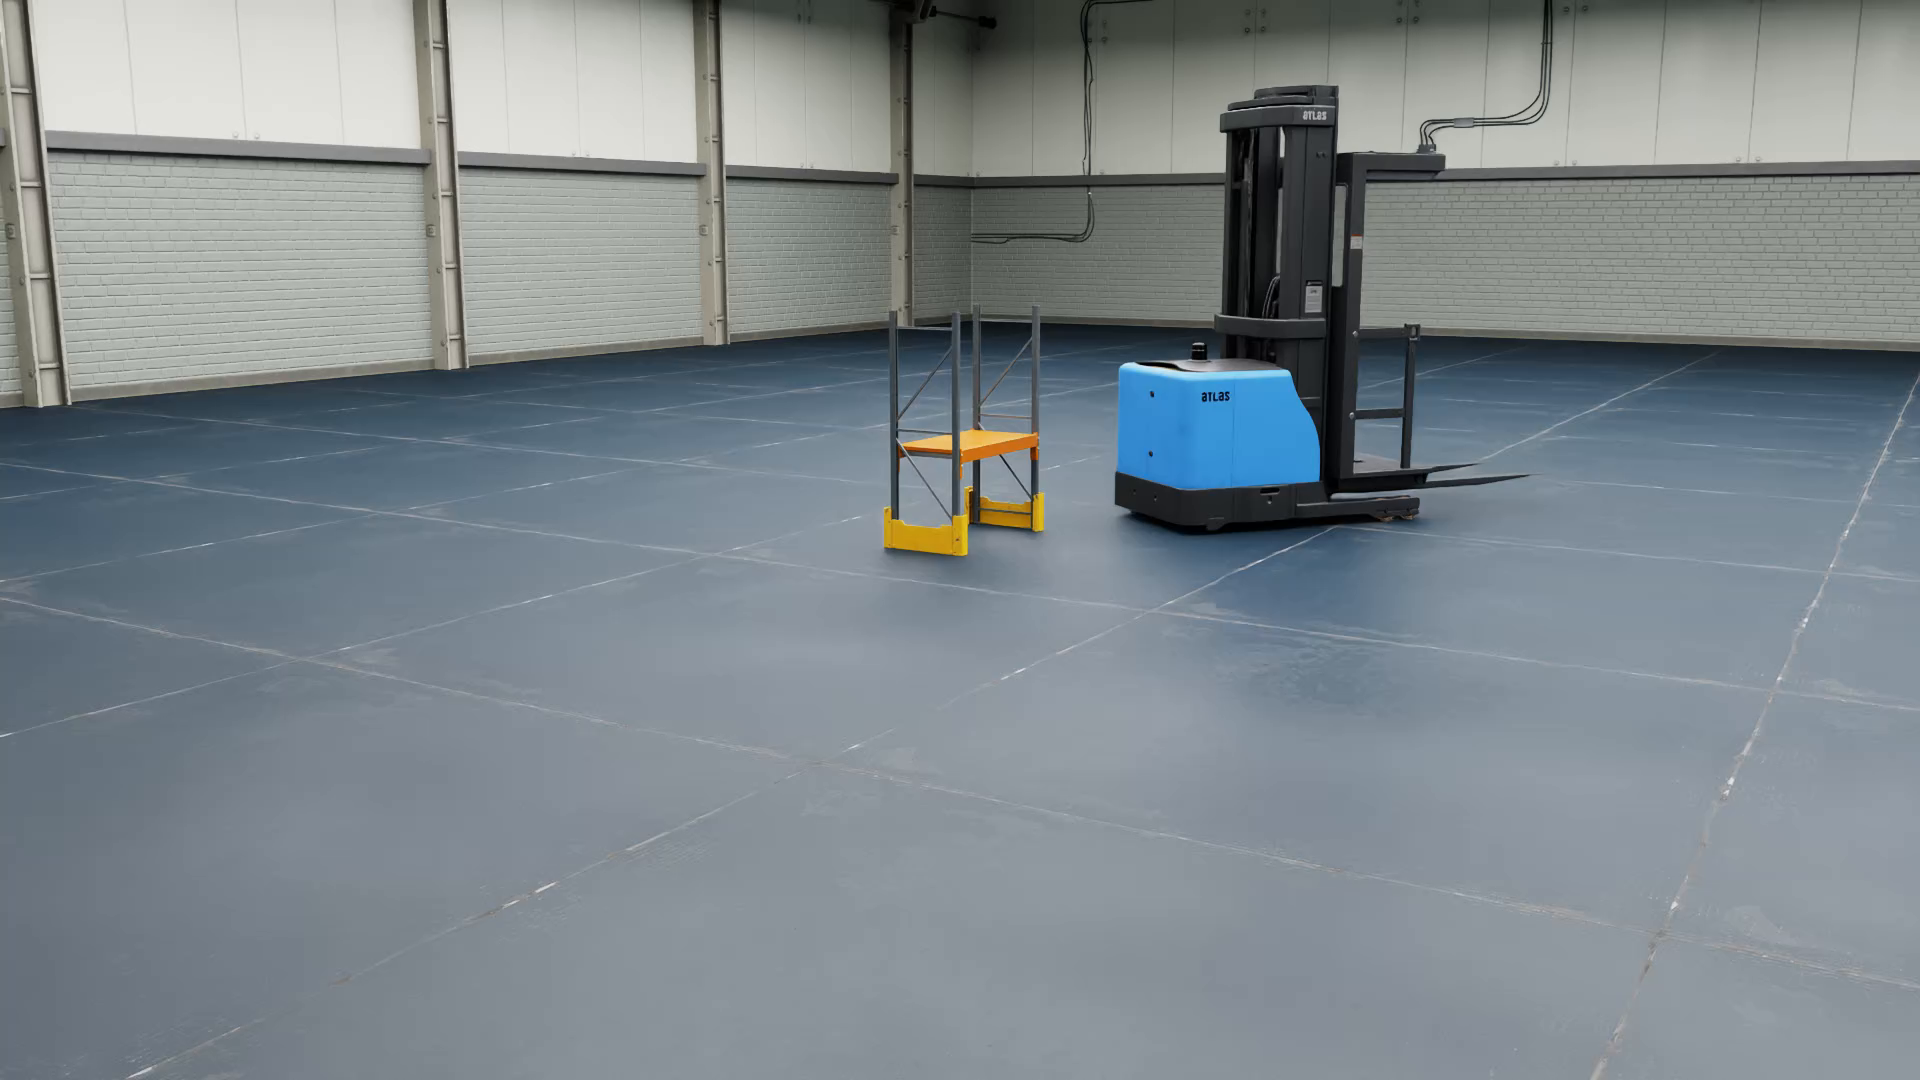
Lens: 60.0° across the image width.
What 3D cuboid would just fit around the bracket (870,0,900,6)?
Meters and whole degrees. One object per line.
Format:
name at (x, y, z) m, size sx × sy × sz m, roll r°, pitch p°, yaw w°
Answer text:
bracket at (-2.425, -10.074, 30.444) m, size 0.076 × 0.066 × 4.783 m, roll 6°, pitch 12°, yaw 31°

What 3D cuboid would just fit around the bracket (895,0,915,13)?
bracket at (-1.087, -10.479, 32.609) m, size 0.235 × 0.232 × 0.430 m, roll 6°, pitch 12°, yaw 31°

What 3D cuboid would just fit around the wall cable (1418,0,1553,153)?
wall cable at (9.590, -9.909, 30.099) m, size 2.305 × 6.003 × 0.169 m, roll 6°, pitch 12°, yaw 31°

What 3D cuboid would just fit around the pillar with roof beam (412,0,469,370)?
pillar with roof beam at (-3.726, -6.511, 21.192) m, size 9.100 × 9.000 × 0.400 m, roll 6°, pitch 12°, yaw 31°

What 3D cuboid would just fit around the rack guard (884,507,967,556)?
rack guard at (-0.219, -0.057, 10.491) m, size 0.587 × 0.250 × 0.087 m, roll 6°, pitch 12°, yaw 31°

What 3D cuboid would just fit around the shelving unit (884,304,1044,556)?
shelving unit at (0.040, -0.749, 10.795) m, size 0.587 × 1.500 × 1.083 m, roll 6°, pitch 12°, yaw 31°

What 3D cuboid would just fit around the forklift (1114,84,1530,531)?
forklift at (2.668, -1.652, 11.729) m, size 3.031 × 2.935 × 1.130 m, roll -4°, pitch 11°, yaw -22°

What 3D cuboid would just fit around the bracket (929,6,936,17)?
bracket at (-0.656, -10.610, 33.306) m, size 0.235 × 0.232 × 0.430 m, roll 6°, pitch 12°, yaw 31°

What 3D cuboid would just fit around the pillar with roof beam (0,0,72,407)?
pillar with roof beam at (-6.841, -5.567, 16.152) m, size 9.100 × 9.000 × 0.400 m, roll 6°, pitch 12°, yaw 31°

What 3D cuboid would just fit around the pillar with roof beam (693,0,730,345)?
pillar with roof beam at (-0.611, -7.454, 26.232) m, size 9.100 × 9.000 × 0.400 m, roll 6°, pitch 12°, yaw 31°

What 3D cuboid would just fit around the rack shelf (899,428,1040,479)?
rack shelf at (0.044, -0.574, 10.835) m, size 0.538 × 0.185 × 1.000 m, roll 6°, pitch 12°, yaw 31°

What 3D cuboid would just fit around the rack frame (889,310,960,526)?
rack frame at (-0.220, -0.671, 10.375) m, size 0.500 × 1.500 × 0.032 m, roll 6°, pitch 12°, yaw 31°

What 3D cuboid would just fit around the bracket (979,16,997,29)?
bracket at (0.574, -10.983, 35.297) m, size 0.235 × 0.232 × 0.430 m, roll 6°, pitch 12°, yaw 31°

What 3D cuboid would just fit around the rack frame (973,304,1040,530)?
rack frame at (0.308, -0.831, 11.229) m, size 0.500 × 1.500 × 0.032 m, roll 6°, pitch 12°, yaw 31°

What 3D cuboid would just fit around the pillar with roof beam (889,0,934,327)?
pillar with roof beam at (2.504, -8.398, 31.273) m, size 9.100 × 9.000 × 0.548 m, roll 6°, pitch 12°, yaw 31°

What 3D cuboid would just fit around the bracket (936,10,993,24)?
bracket at (0.268, -10.890, 34.801) m, size 0.076 × 0.066 × 3.189 m, roll 6°, pitch 12°, yaw 31°

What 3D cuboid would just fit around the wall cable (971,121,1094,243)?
wall cable at (1.485, -7.620, 35.555) m, size 3.097 × 2.526 × 0.112 m, roll 6°, pitch 12°, yaw 31°

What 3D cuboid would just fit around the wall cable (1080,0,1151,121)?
wall cable at (3.797, -9.844, 33.710) m, size 3.097 × 2.526 × 0.112 m, roll 6°, pitch 12°, yaw 31°

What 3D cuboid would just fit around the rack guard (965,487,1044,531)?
rack guard at (0.298, -0.213, 11.328) m, size 0.587 × 0.250 × 0.087 m, roll 6°, pitch 12°, yaw 31°
